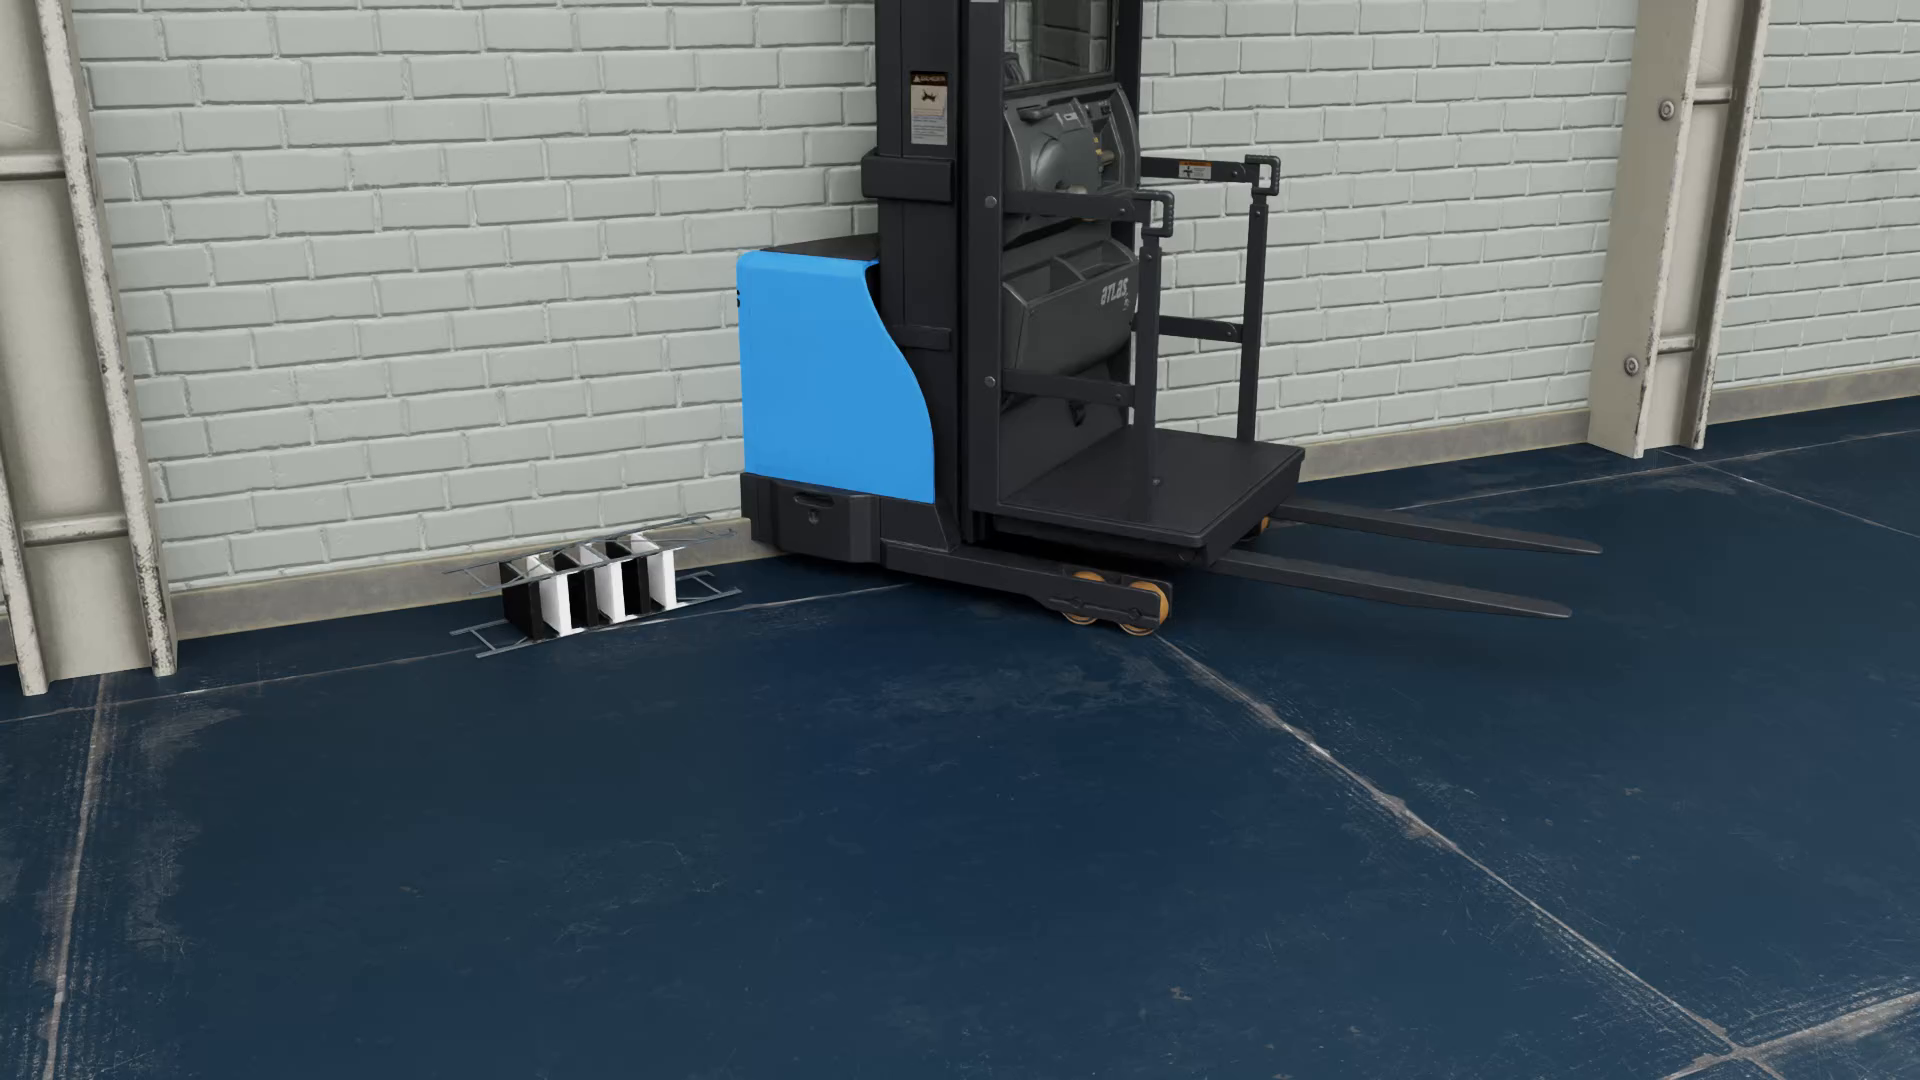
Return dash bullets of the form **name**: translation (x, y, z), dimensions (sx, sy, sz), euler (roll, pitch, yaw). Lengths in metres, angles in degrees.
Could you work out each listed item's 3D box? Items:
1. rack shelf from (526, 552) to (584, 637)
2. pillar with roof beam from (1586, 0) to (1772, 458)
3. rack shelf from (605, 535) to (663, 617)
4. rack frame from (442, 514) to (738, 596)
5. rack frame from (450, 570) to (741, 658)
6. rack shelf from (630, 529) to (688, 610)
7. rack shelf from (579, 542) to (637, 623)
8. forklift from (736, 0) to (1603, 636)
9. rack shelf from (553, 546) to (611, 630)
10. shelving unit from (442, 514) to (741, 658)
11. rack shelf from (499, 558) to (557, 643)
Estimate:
- **rack shelf**: translation (-1.278, 0.164, 5.231), dimensions (0.077, 0.200, 0.258), euler (-14, 24, -33)
- **pillar with roof beam**: translation (4.660, -3.347, 1.980), dimensions (0.400, 9.000, 9.100), euler (-8, 21, -22)
- **rack shelf**: translation (-1.059, 0.110, 5.380), dimensions (0.077, 0.200, 0.258), euler (-14, 24, -33)
- **rack frame**: translation (-1.160, 0.039, 5.278), dimensions (0.900, 0.006, 0.240), euler (-14, 24, -33)
- **rack frame**: translation (-1.159, 0.230, 5.346), dimensions (0.900, 0.006, 0.240), euler (-14, 24, -33)
- **rack shelf**: translation (-0.987, 0.091, 5.429), dimensions (0.077, 0.200, 0.258), euler (-14, 24, -33)
- **rack shelf**: translation (-1.132, 0.128, 5.330), dimensions (0.077, 0.200, 0.258), euler (-14, 24, -33)
- **forklift**: translation (0.550, -1.286, 5.260), dimensions (3.031, 2.935, 1.130), euler (10, 22, 26)
- **rack shelf**: translation (-1.205, 0.146, 5.281), dimensions (0.077, 0.200, 0.258), euler (-14, 24, -33)
- **shelving unit**: translation (-1.159, 0.135, 5.312), dimensions (0.900, 0.210, 0.258), euler (-14, 24, -33)
- **rack shelf**: translation (-1.351, 0.183, 5.182), dimensions (0.077, 0.200, 0.258), euler (-14, 24, -33)
